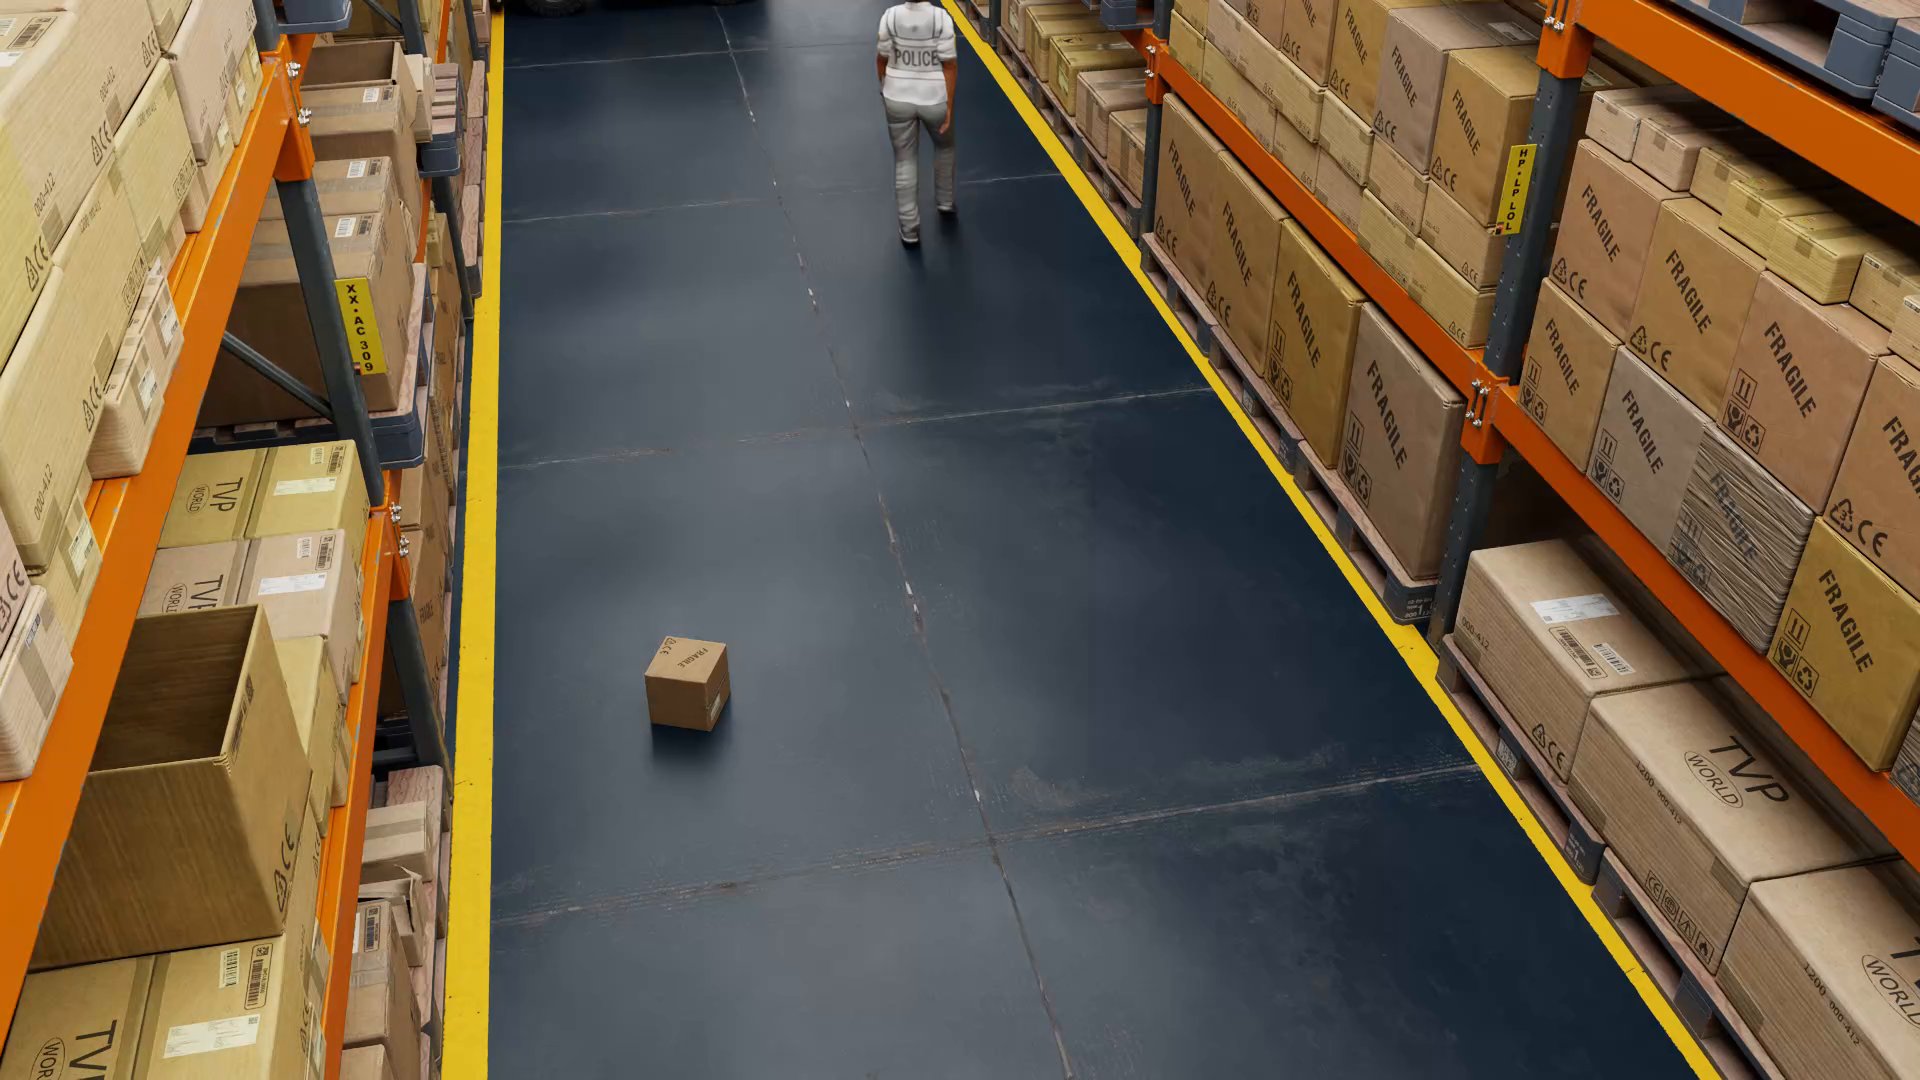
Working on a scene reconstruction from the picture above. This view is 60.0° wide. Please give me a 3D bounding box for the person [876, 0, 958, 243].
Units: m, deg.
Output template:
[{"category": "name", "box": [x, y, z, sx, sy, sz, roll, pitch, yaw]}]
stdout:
[{"category": "person", "box": [-0.249, -2.645, 10.003, 0.486, 1.704, 0.709, 1, 35, 2]}]
